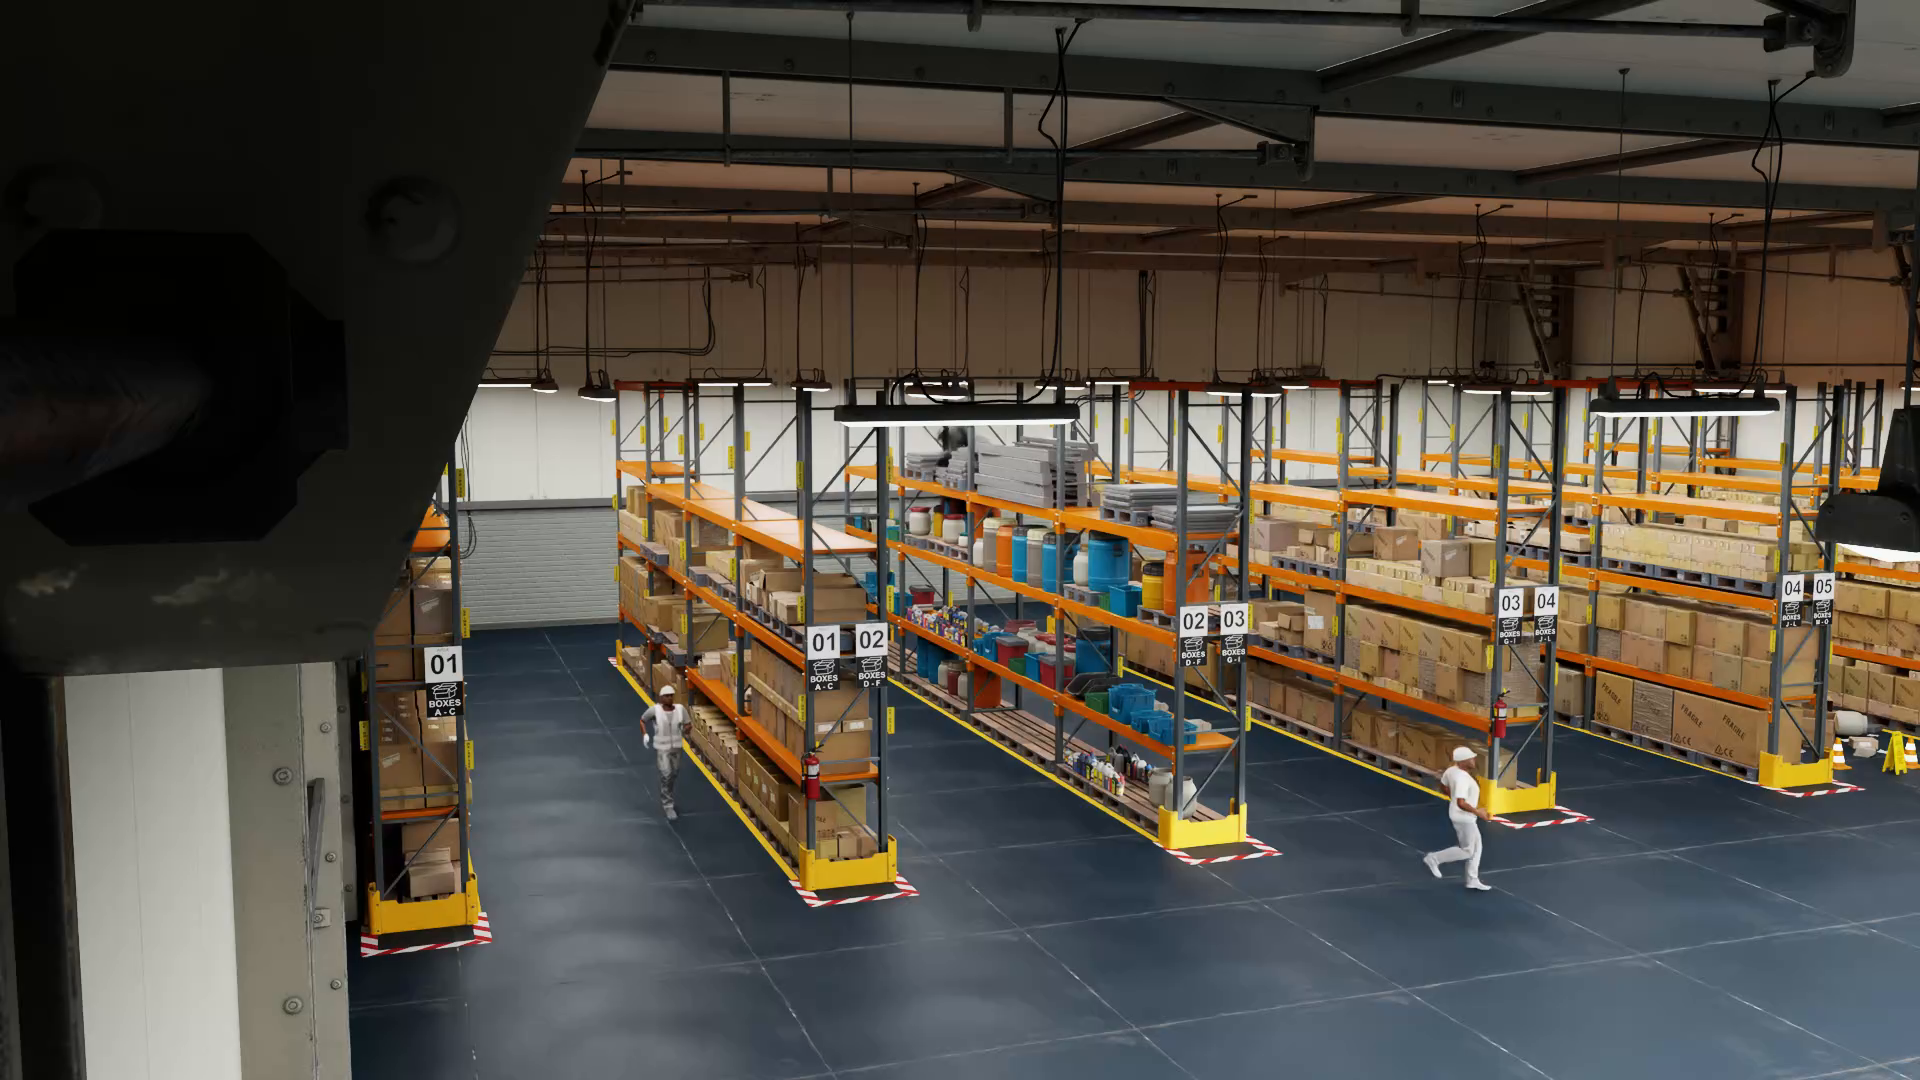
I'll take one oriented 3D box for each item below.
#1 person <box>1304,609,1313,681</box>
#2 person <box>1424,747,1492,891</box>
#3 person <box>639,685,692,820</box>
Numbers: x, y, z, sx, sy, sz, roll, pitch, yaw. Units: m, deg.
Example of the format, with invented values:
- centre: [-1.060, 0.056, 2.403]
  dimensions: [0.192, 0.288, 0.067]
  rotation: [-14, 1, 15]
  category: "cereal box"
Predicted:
- centre: [6.706, 2.120, 32.376]
  dimensions: [0.548, 1.571, 0.797]
  rotation: [-3, 7, -23]
  category: "person"
- centre: [6.026, 3.360, 20.066]
  dimensions: [0.809, 1.759, 0.710]
  rotation: [1, 6, 8]
  category: "person"
- centre: [-4.116, 2.949, 23.437]
  dimensions: [0.660, 1.819, 0.897]
  rotation: [-4, 7, -30]
  category: "person"
